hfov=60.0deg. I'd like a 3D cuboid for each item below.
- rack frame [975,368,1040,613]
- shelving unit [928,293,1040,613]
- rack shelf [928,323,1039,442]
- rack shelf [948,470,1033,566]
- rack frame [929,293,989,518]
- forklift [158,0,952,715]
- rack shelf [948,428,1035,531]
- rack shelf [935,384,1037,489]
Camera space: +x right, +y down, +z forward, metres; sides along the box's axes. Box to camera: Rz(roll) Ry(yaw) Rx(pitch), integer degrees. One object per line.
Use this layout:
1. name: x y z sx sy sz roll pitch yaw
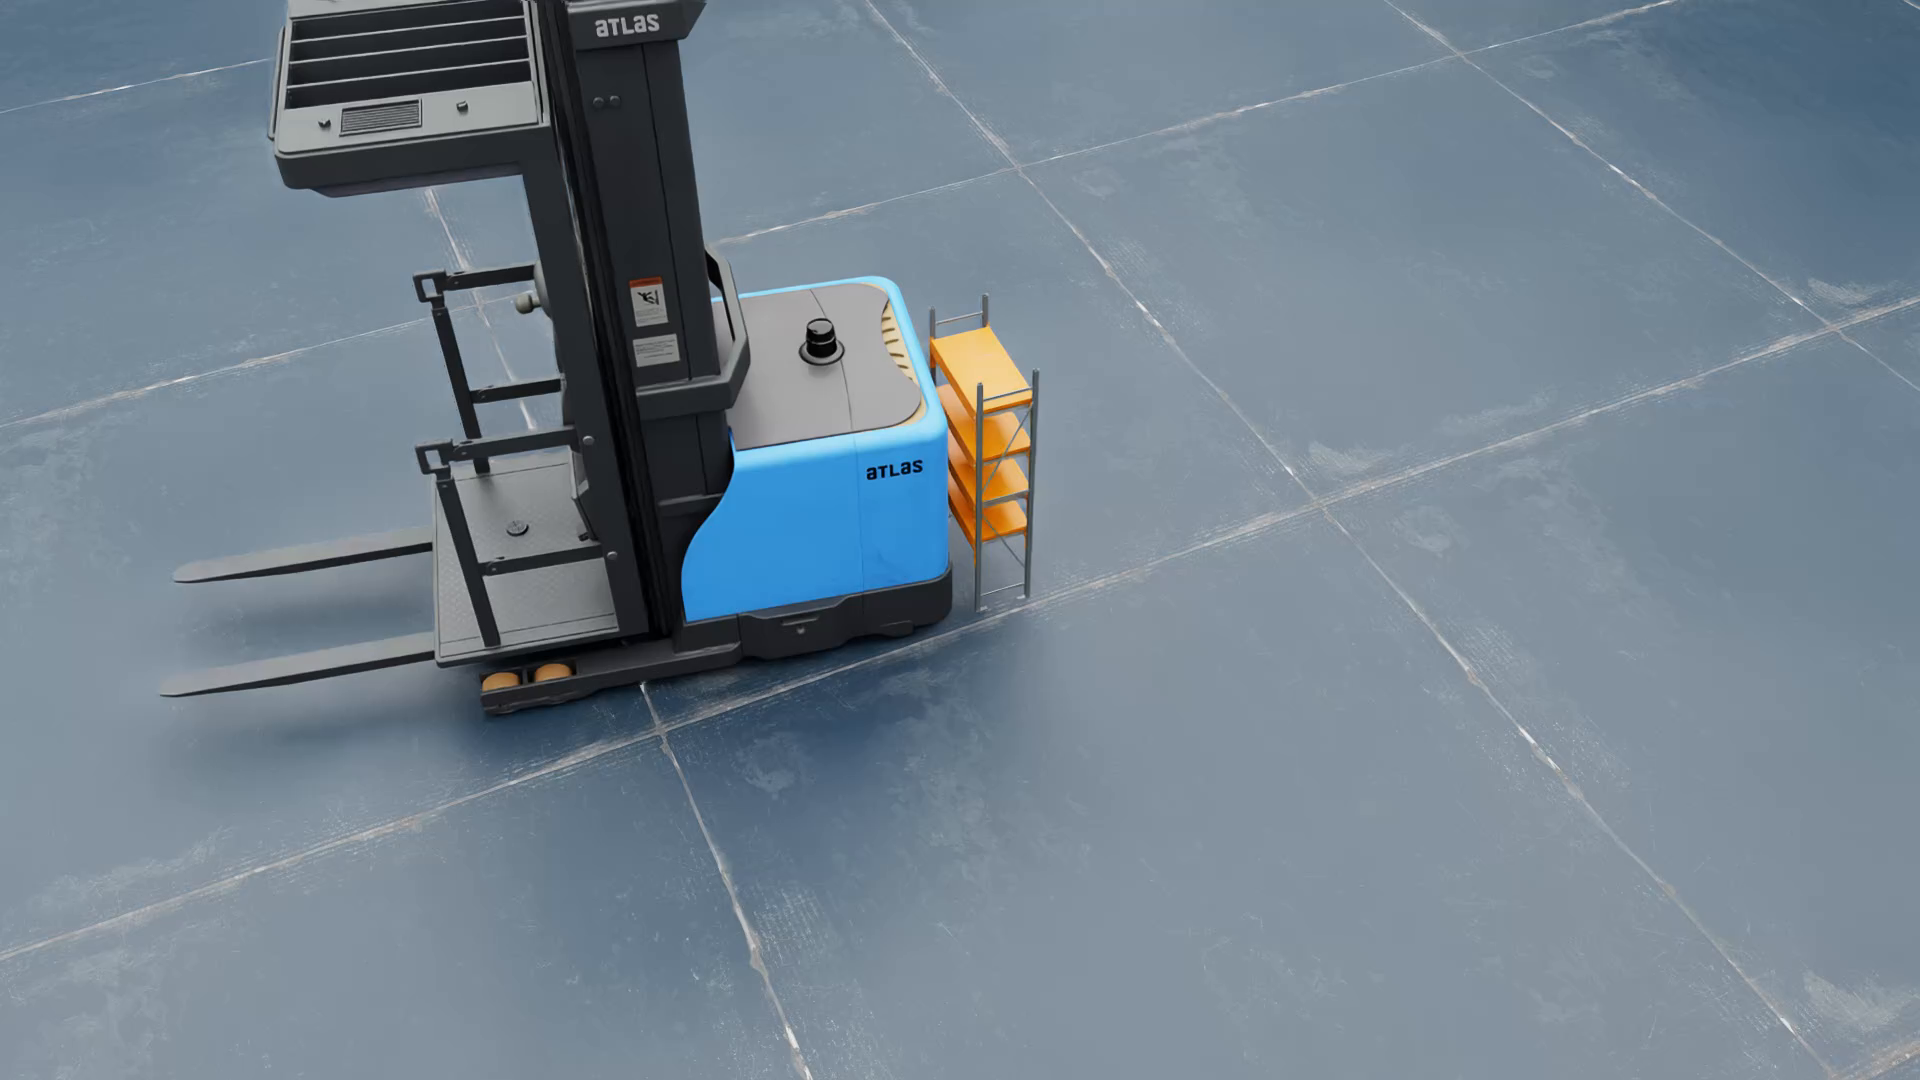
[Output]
1. rack frame: 0.175 -0.164 6.431 0.240 1.200 0.015 -15 47 -15
2. shelving unit: 0.085 -0.323 6.592 0.258 1.200 0.503 -15 47 -15
3. rack shelf: 0.085 -0.603 6.316 0.258 0.148 0.480 -15 47 -15
4. rack shelf: 0.085 -0.134 6.779 0.258 0.148 0.480 -15 47 -15
5. rack frame: -0.004 -0.483 6.754 0.240 1.200 0.015 -15 47 -15
6. forklift: -1.605 -0.783 5.826 3.031 2.935 1.130 -10 45 -10
7. rack shelf: 0.085 -0.275 6.640 0.258 0.148 0.480 -15 47 -15
8. rack shelf: 0.085 -0.435 6.482 0.258 0.148 0.480 -15 47 -15
